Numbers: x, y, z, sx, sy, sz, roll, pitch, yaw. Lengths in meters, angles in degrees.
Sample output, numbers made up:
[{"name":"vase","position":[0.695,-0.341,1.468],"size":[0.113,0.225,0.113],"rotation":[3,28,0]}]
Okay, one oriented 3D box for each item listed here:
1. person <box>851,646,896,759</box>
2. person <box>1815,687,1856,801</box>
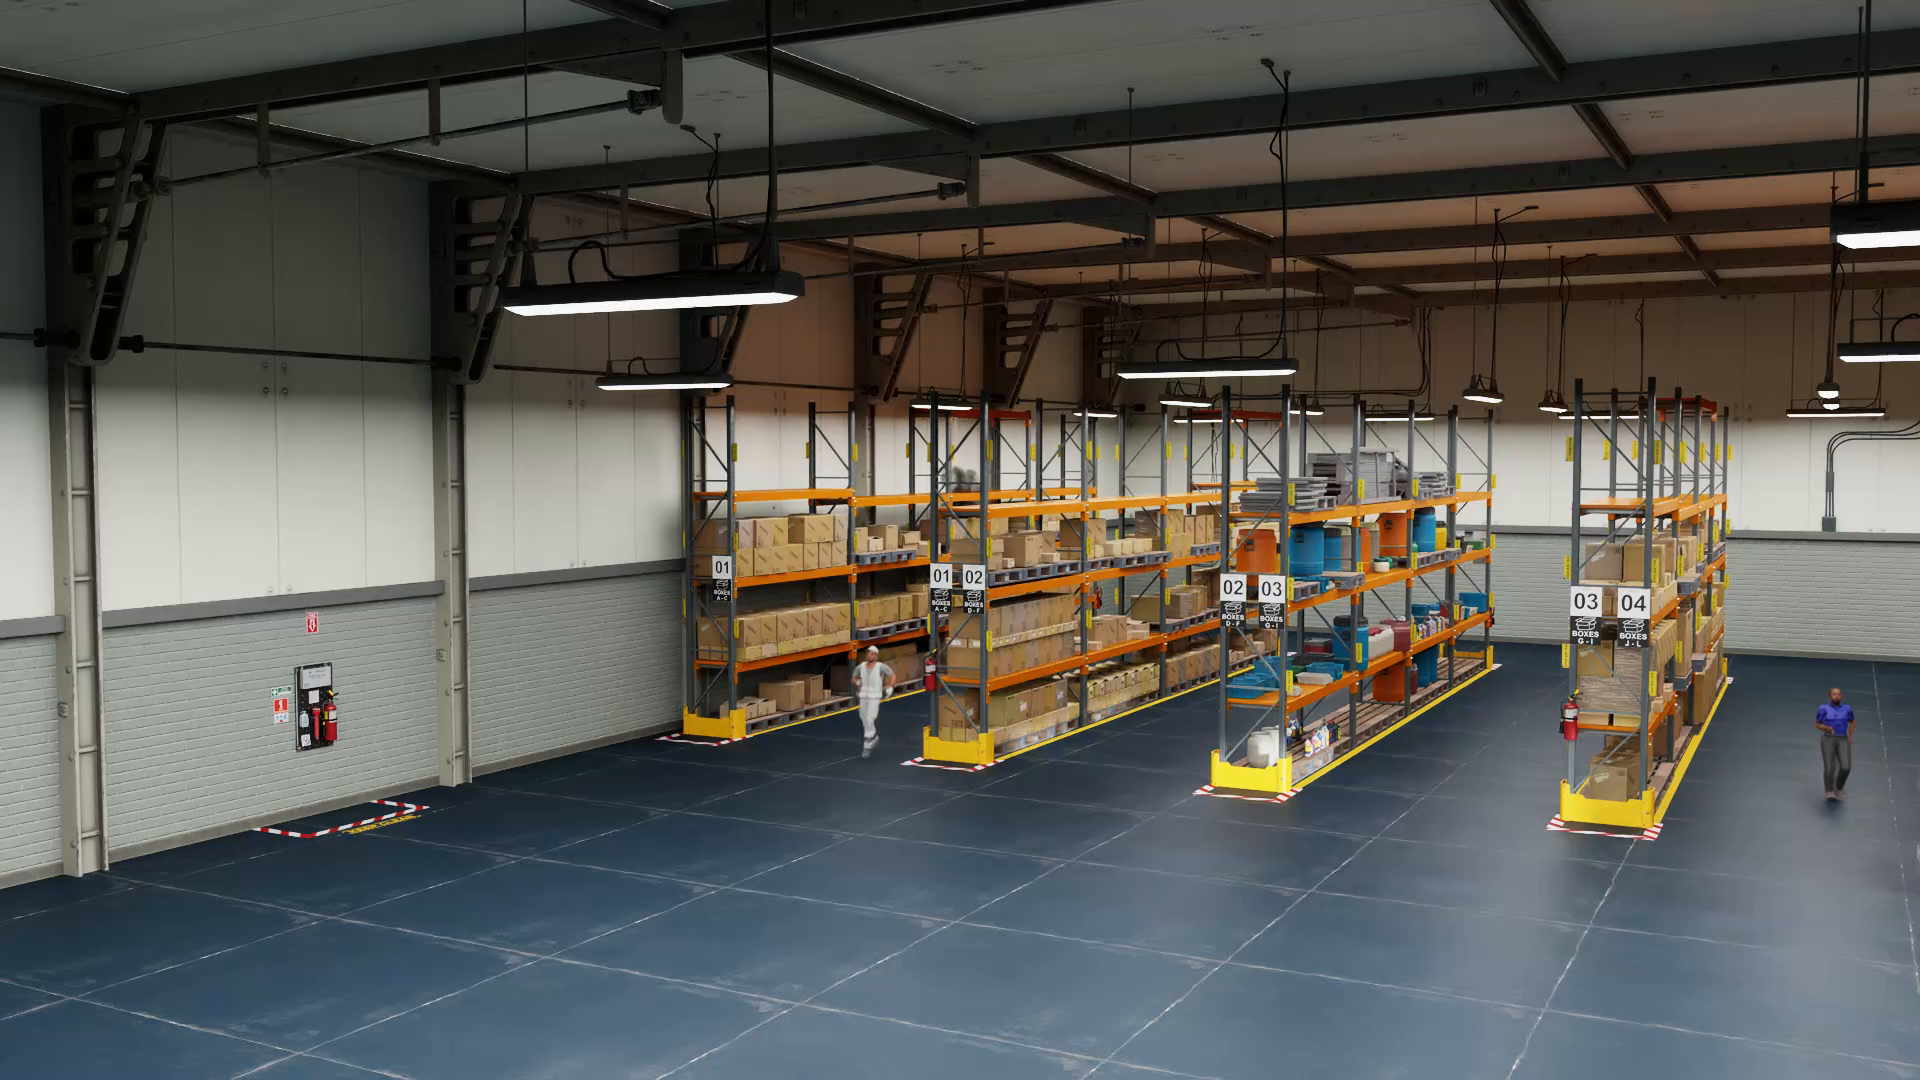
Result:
[{"name":"person","position":[-1.490,2.659,27.514],"size":[0.728,1.809,0.829],"rotation":[1,3,19]},{"name":"person","position":[12.559,2.931,23.817],"size":[0.560,1.641,0.605],"rotation":[1,3,18]}]
